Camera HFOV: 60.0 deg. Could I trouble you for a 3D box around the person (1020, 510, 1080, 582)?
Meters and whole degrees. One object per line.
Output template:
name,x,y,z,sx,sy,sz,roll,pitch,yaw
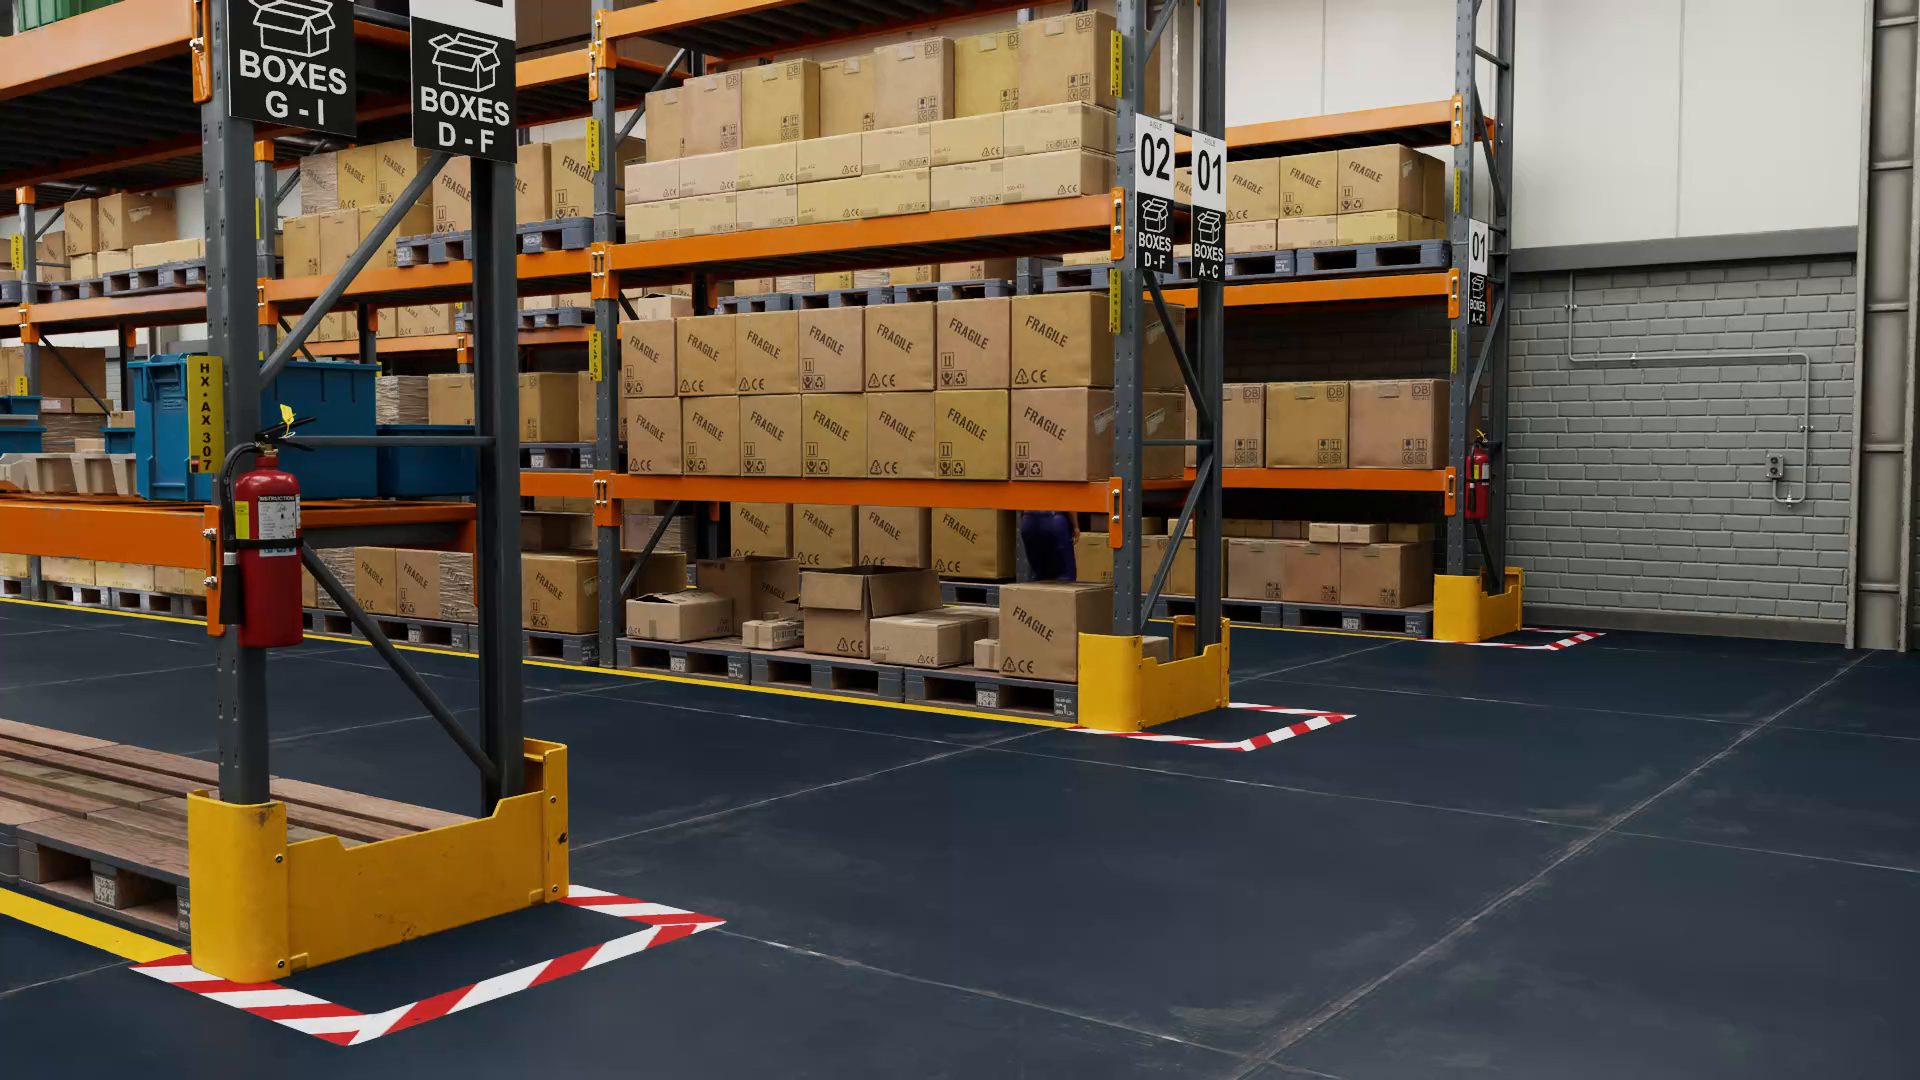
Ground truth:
person,0.721,-0.078,13.190,0.539,1.637,0.412,2,4,36
